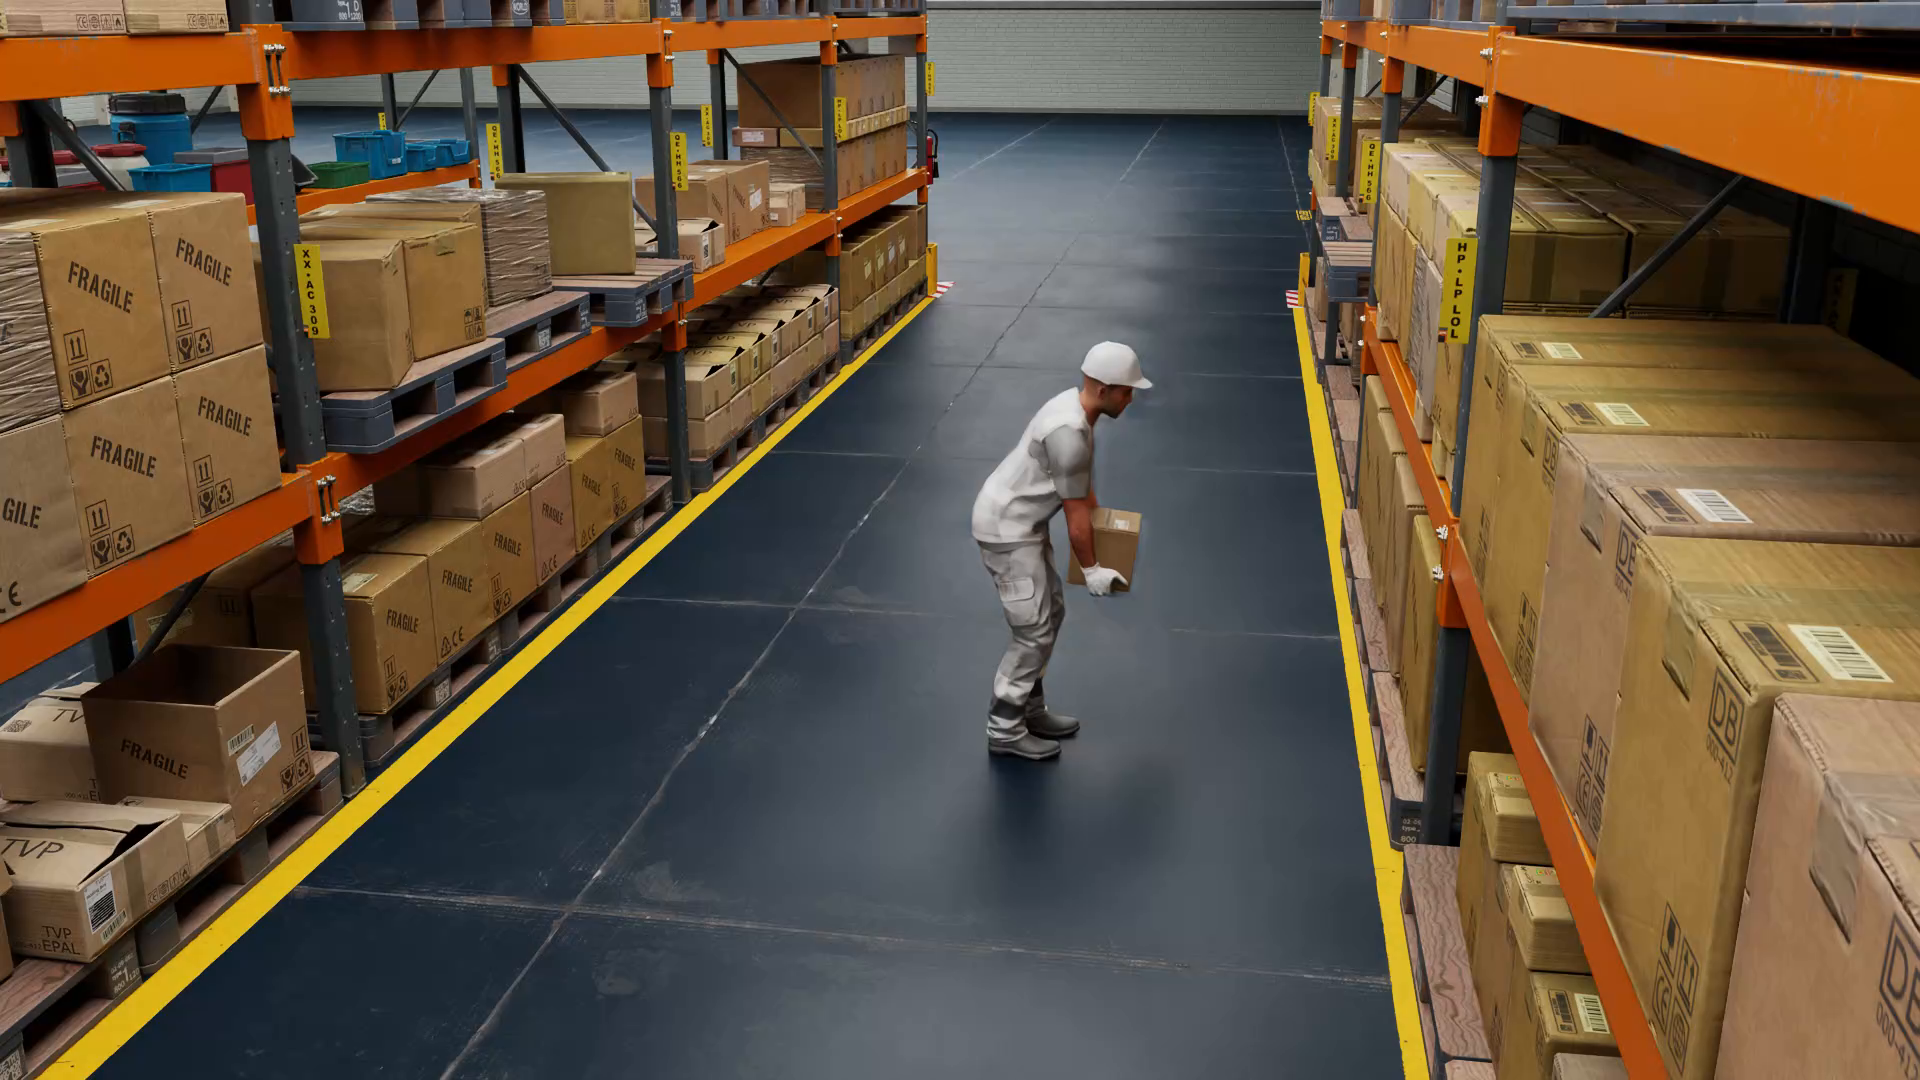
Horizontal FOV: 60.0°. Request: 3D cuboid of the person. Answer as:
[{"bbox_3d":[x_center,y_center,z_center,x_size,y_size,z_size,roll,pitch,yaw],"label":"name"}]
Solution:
[{"bbox_3d":[0.392,0.036,6.596,0.691,1.668,0.489,2,18,8],"label":"person"}]
